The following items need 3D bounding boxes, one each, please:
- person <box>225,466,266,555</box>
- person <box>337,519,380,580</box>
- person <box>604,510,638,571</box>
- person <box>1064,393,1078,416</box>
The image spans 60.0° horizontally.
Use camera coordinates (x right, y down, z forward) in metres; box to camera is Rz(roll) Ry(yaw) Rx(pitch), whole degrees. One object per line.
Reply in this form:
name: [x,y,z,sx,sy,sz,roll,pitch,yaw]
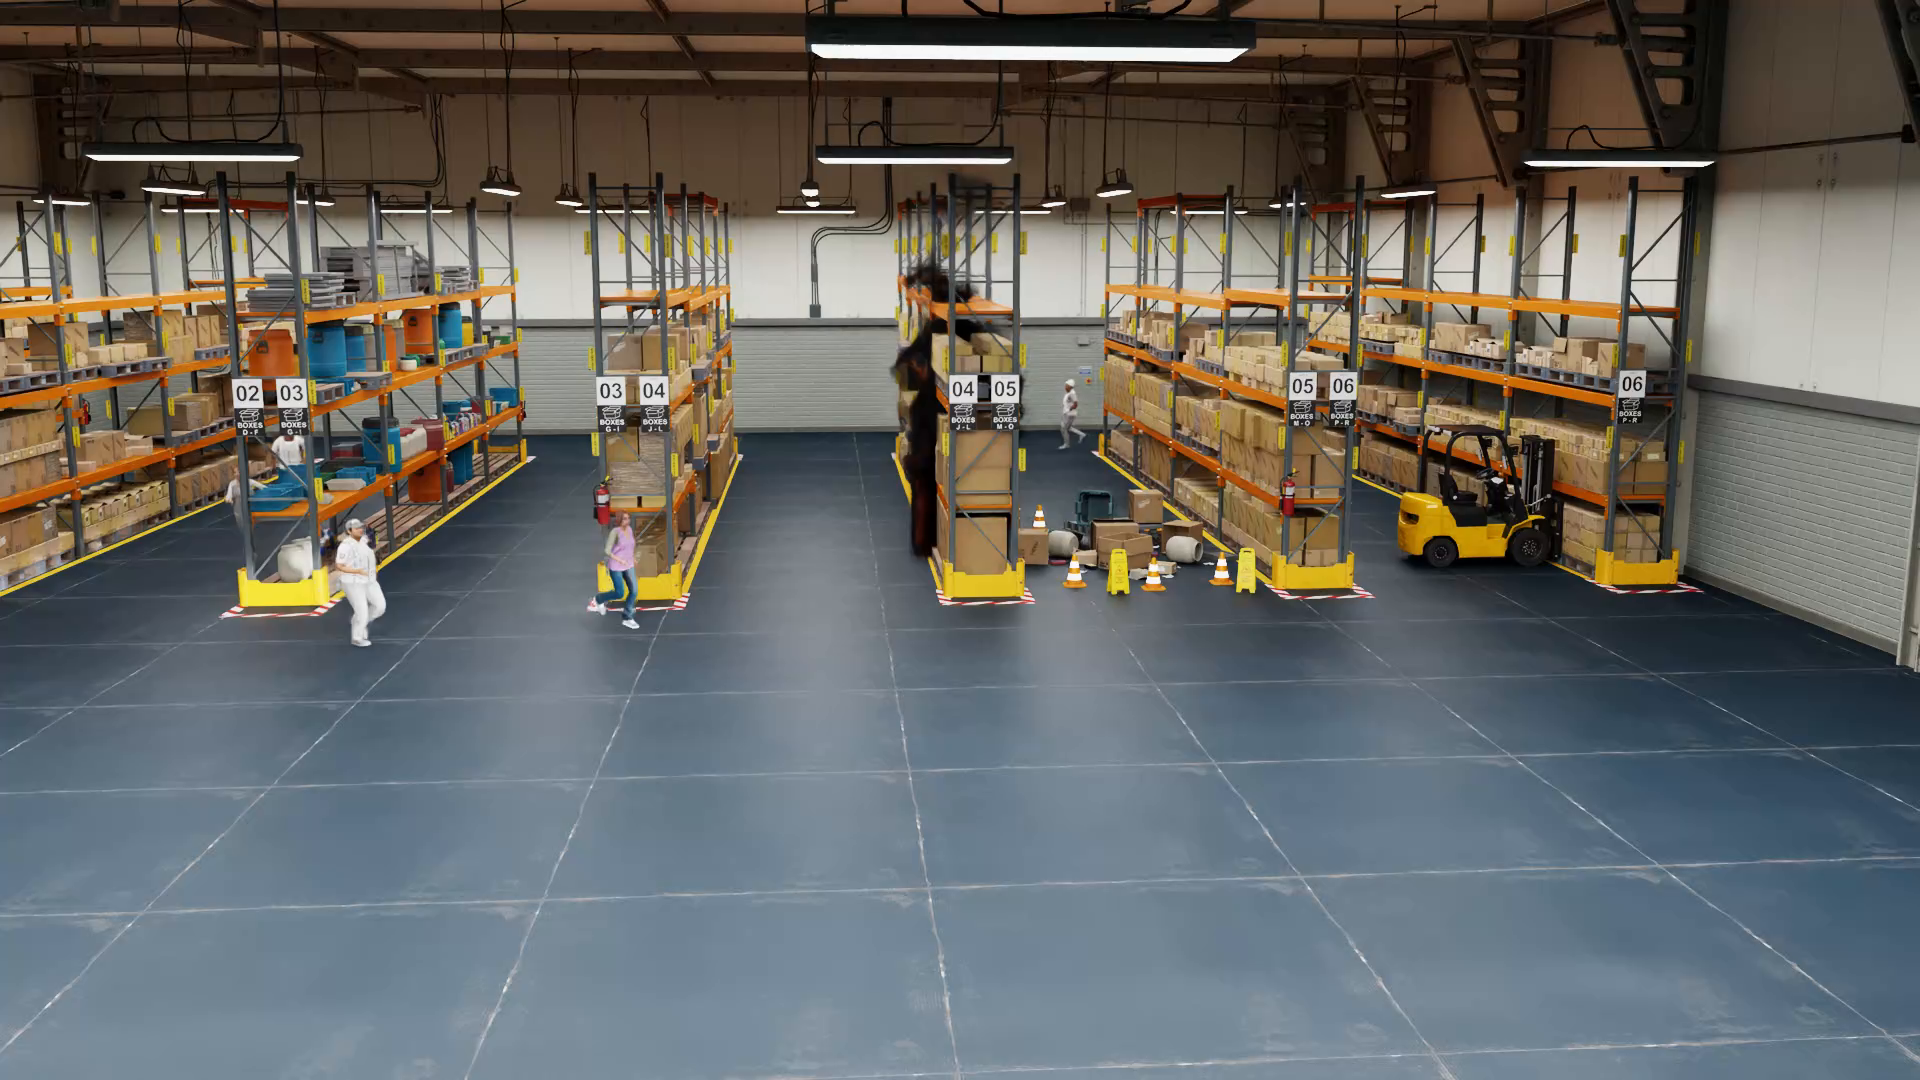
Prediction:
person: [-11.292,-0.393,26.324,0.546,1.591,0.815,0,10,0]
person: [-7.530,0.137,20.919,0.515,0.812,0.599,5,11,26]
person: [-4.433,0.005,21.989,0.461,0.797,0.526,7,12,33]
person: [2.758,-3.416,41.418,0.337,0.623,0.671,0,10,2]
